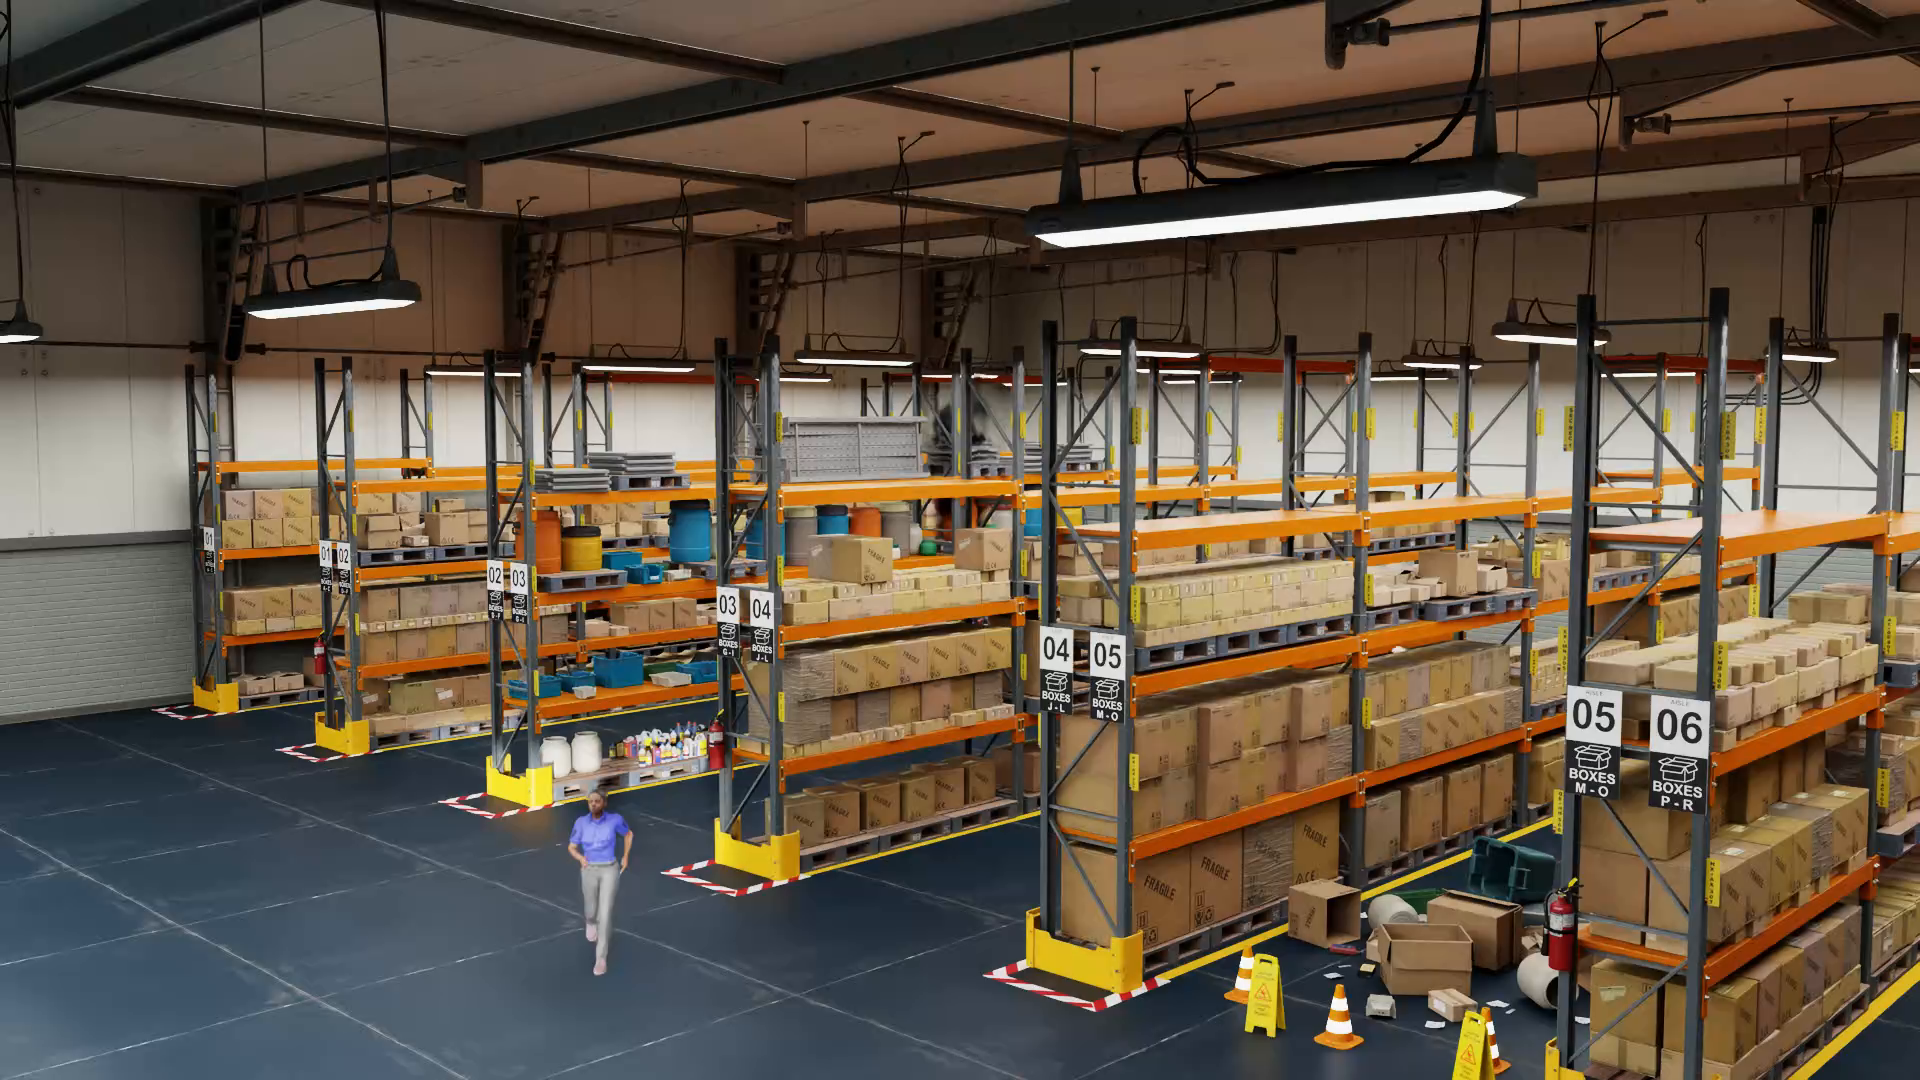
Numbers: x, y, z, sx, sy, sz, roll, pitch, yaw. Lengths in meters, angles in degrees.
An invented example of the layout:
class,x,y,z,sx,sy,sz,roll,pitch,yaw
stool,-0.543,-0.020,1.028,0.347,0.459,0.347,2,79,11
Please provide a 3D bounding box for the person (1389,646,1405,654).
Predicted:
class,x,y,z,sx,sy,sz,roll,pitch,yaw
person,6.341,2.447,24.058,0.662,1.840,0.778,3,6,38

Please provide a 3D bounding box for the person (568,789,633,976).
class,x,y,z,sx,sy,sz,roll,pitch,yaw
person,-3.382,3.151,15.675,0.588,1.663,0.908,0,4,-5
